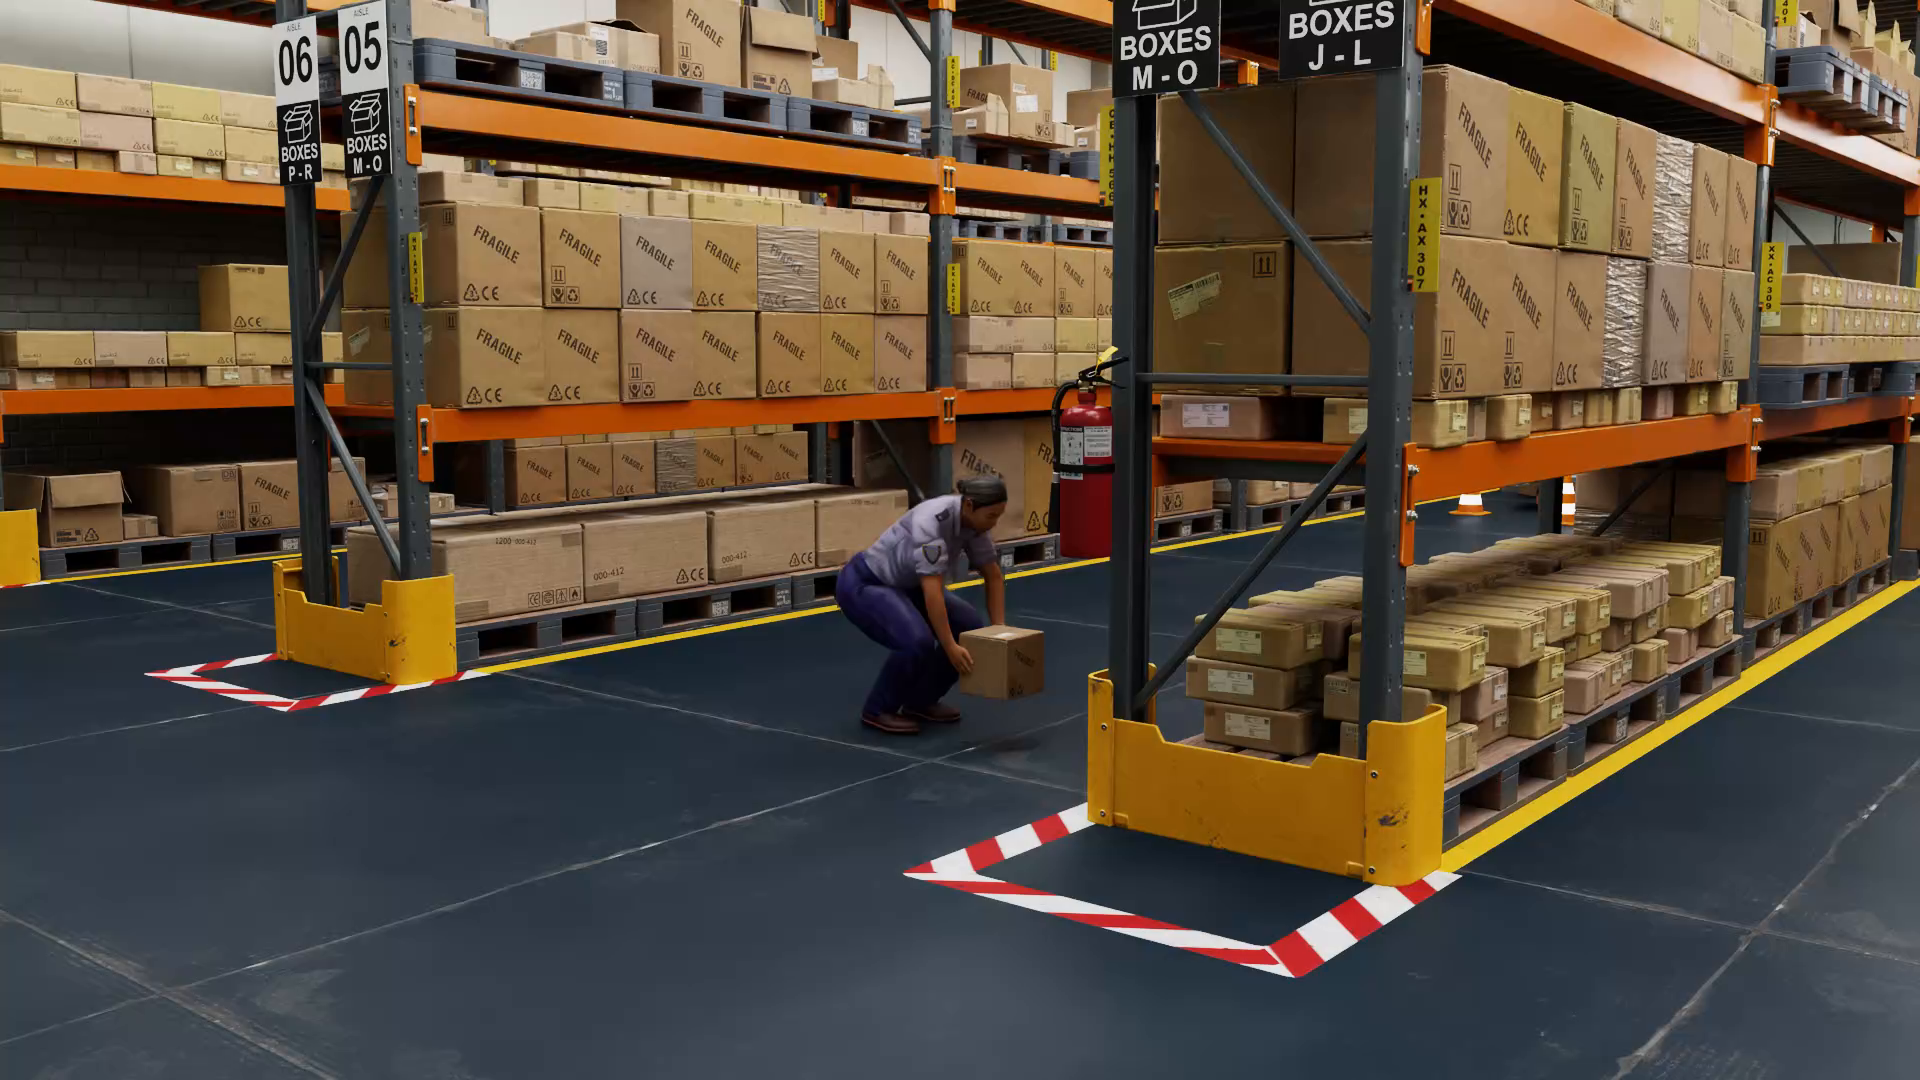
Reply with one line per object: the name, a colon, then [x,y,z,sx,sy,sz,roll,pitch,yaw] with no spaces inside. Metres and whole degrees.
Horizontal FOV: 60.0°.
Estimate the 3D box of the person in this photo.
person: [-0.135,0.250,7.047,0.769,1.099,0.537,5,9,38]
